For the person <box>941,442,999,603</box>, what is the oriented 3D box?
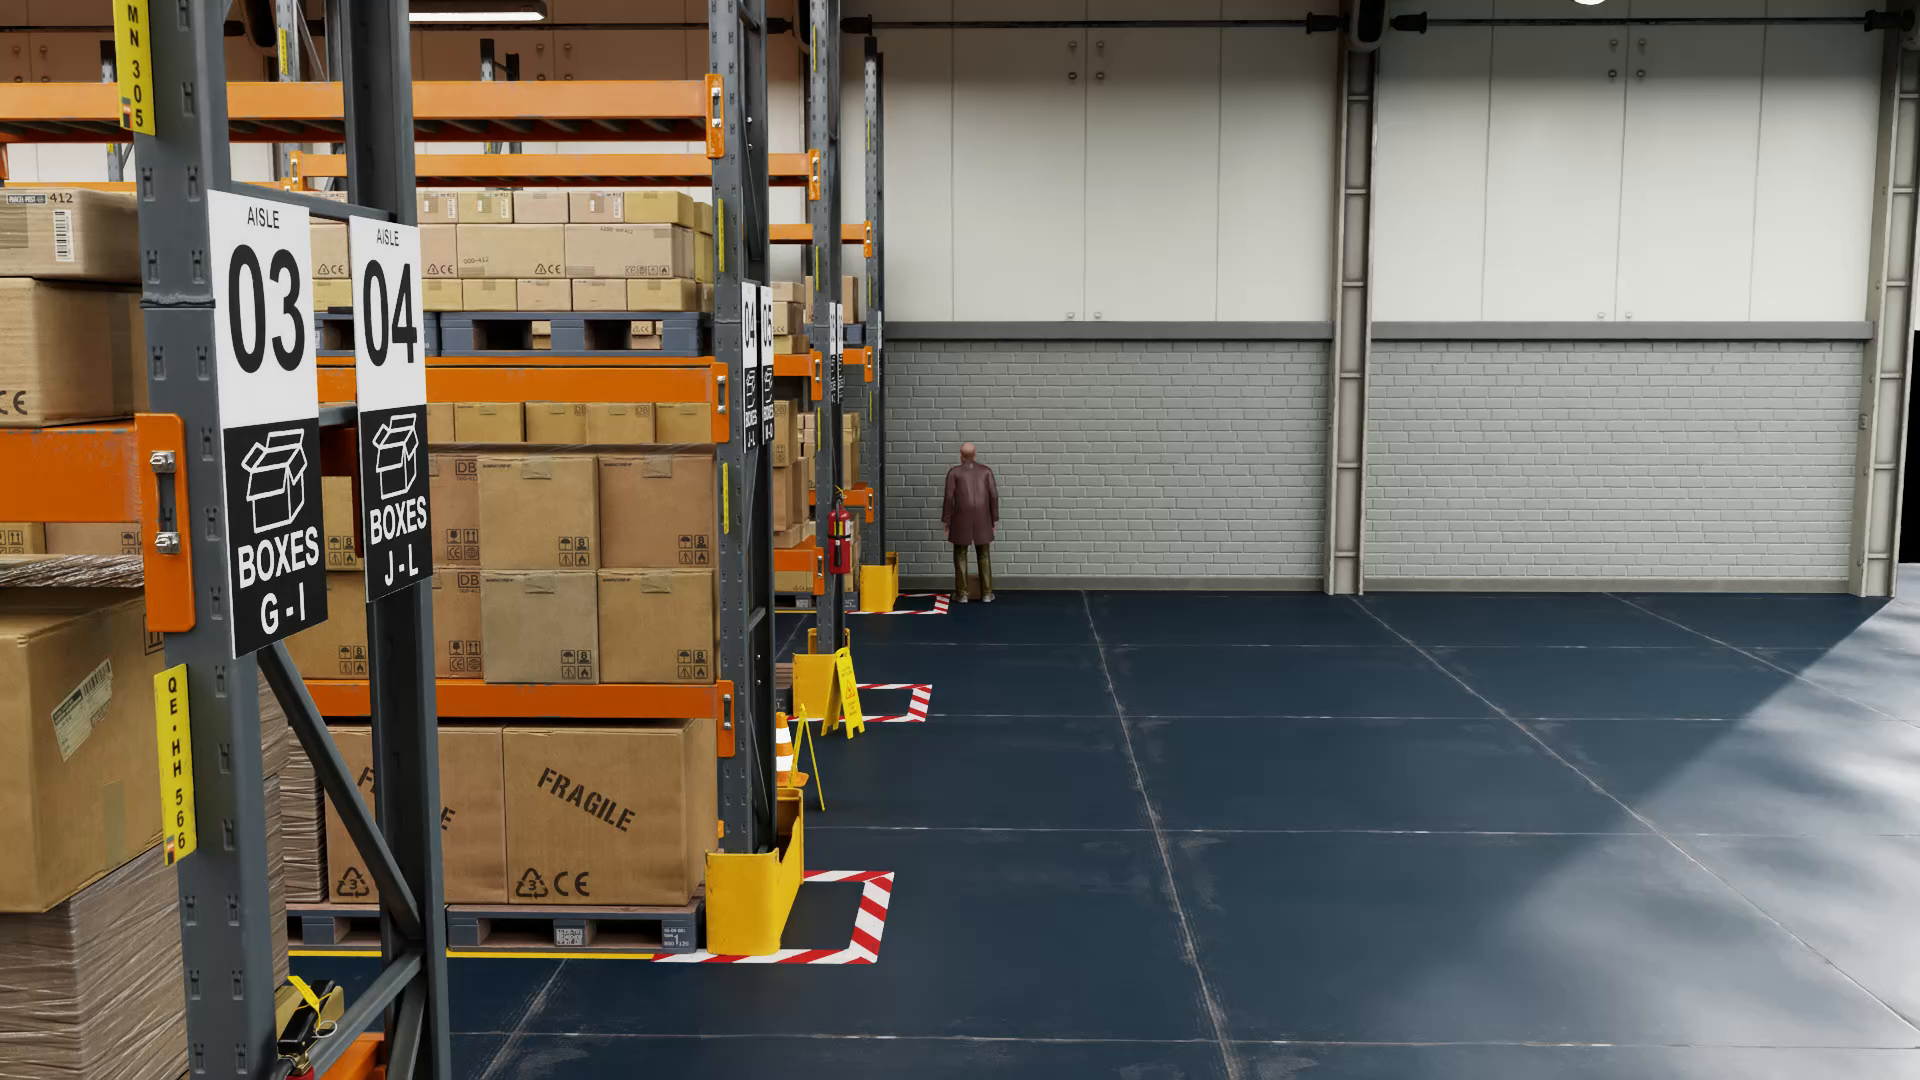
[{"bbox_3d":[0.112,-0.197,18.412,0.652,1.773,0.429,-1,7,-9],"label":"person"}]
